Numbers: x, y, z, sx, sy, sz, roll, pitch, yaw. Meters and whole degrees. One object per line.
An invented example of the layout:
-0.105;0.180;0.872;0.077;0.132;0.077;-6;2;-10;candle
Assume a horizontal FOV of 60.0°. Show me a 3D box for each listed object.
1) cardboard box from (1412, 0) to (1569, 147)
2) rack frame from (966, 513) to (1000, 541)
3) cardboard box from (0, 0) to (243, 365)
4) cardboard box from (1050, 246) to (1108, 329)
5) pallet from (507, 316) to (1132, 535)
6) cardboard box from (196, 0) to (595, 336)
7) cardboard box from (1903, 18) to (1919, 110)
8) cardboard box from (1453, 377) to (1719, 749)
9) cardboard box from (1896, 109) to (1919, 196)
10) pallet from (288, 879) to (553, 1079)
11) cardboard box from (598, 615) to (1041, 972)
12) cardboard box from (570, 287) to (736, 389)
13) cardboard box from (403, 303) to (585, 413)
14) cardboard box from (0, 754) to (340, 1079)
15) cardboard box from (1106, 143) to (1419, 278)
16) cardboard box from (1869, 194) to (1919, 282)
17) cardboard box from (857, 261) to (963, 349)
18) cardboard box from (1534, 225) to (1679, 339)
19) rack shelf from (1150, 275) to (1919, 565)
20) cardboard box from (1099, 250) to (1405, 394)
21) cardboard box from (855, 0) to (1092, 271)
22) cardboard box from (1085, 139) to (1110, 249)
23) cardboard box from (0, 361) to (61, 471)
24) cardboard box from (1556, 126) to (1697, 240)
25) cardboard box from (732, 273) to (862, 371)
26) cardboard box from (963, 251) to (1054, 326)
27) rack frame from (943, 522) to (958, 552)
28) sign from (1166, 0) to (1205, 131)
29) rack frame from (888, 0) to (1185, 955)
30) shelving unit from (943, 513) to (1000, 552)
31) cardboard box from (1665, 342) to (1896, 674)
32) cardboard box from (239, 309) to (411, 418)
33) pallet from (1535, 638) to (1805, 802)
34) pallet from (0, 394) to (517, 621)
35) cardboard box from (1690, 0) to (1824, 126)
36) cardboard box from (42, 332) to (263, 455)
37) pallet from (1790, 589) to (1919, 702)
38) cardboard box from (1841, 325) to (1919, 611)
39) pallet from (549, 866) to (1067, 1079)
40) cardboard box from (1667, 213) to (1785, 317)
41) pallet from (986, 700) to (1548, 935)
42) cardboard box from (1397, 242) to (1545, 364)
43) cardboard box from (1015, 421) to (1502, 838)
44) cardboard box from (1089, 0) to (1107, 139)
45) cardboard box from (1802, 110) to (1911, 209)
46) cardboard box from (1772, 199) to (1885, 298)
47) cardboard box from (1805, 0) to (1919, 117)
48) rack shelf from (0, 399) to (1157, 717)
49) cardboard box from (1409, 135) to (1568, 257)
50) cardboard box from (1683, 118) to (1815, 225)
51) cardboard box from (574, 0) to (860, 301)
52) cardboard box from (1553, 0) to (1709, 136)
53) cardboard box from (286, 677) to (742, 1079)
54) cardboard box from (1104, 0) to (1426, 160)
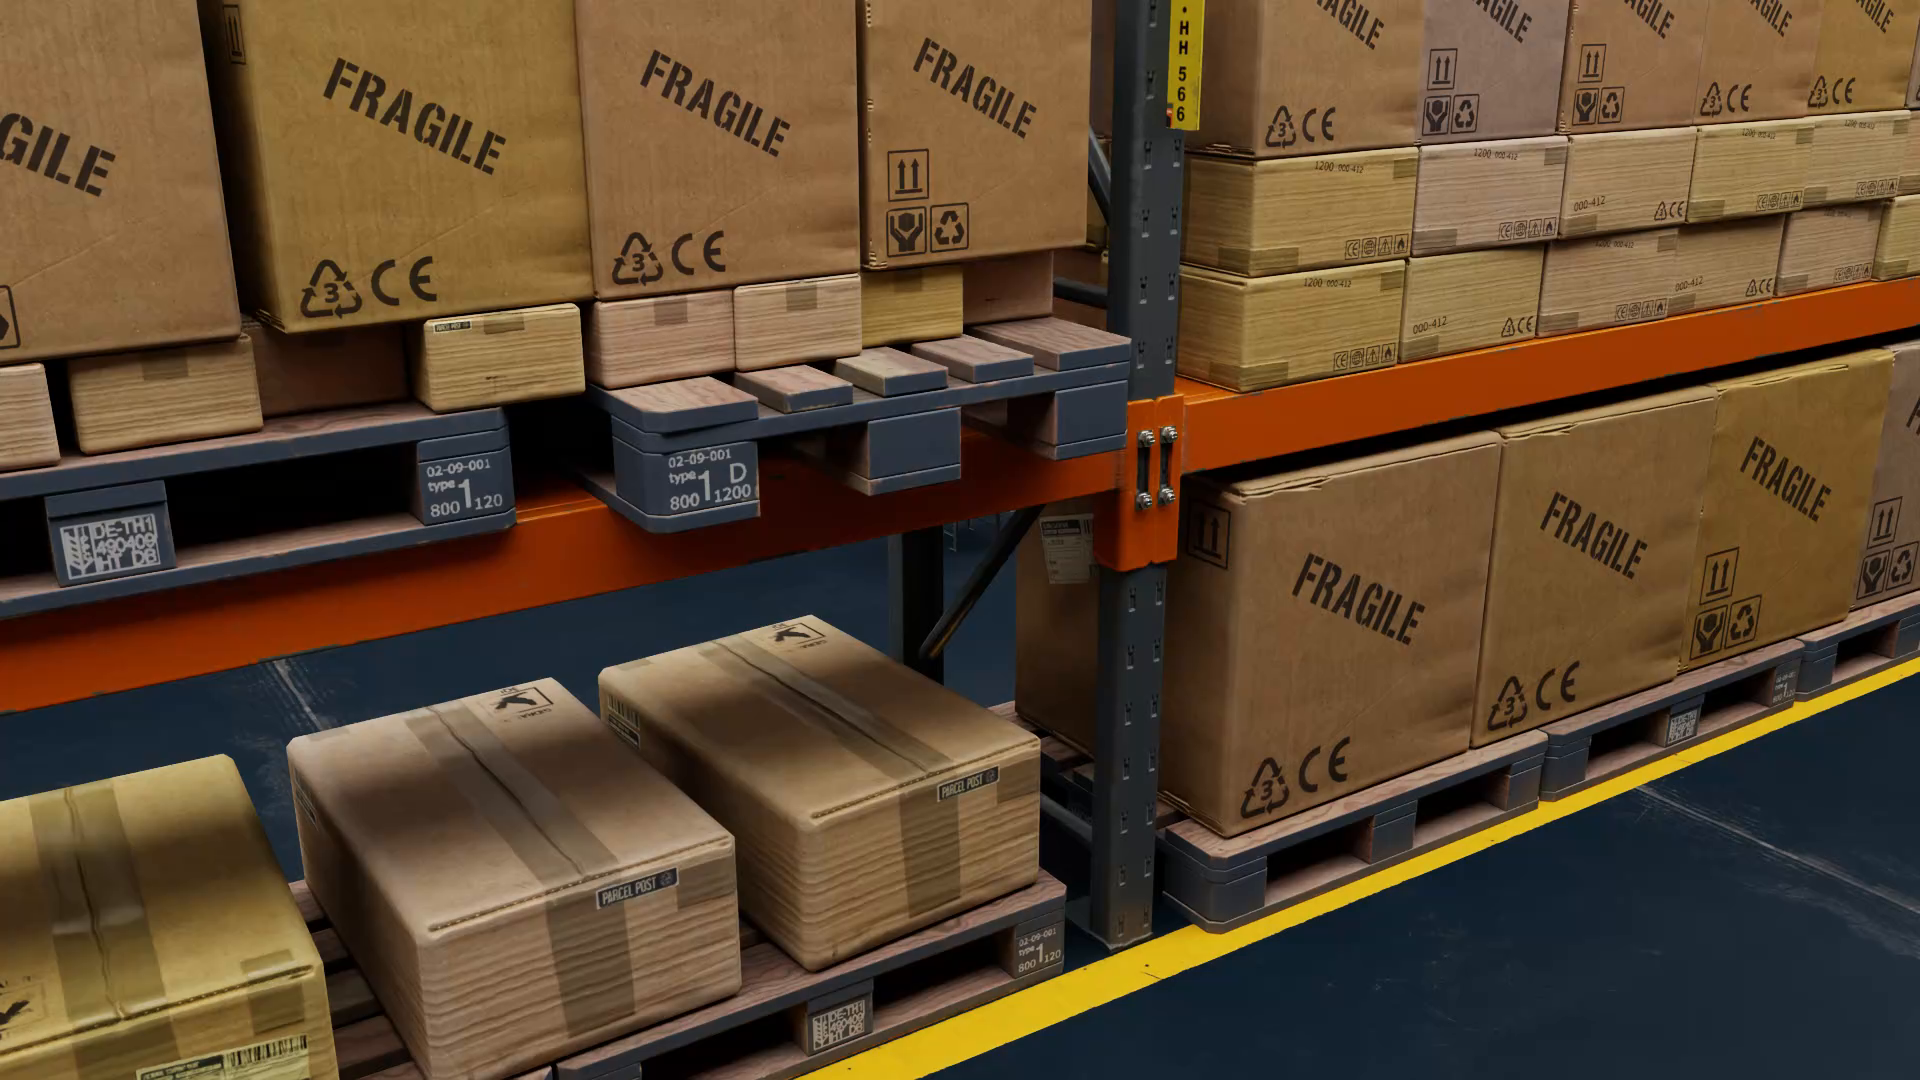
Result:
1.086;-1.230;3.982;0.500;0.500;0.500;-12;22;-31;cardboard box
0.092;-0.446;6.658;0.006;0.900;0.240;-12;22;-31;rack frame
-1.399;-0.551;2.415;0.500;0.500;0.500;-13;23;-34;cardboard box
0.410;-0.685;4.322;0.500;0.250;0.500;-13;23;-33;cardboard box
-0.406;-0.353;3.404;1.003;0.211;1.213;-12;22;-31;pallet
-0.943;-0.647;2.699;0.500;0.500;0.500;-14;23;-35;cardboard box
2.808;-1.584;5.030;0.500;0.500;0.500;-11;22;-30;cardboard box
1.500;-0.045;4.857;0.875;0.875;0.875;-12;22;-31;cardboard box
2.823;-1.235;5.168;0.500;0.250;0.500;-11;22;-30;cardboard box
-1.541;1.074;3.237;1.213;0.211;1.003;-12;22;-31;pallet
-0.347;0.545;3.896;0.625;0.372;0.950;-14;23;-35;cardboard box
-0.598;-0.392;2.956;0.250;0.149;0.380;-13;23;-34;cardboard box
-0.821;-0.339;2.802;0.250;0.149;0.380;-11;22;-30;cardboard box
-1.595;0.809;3.114;0.625;0.372;0.950;-11;22;-30;cardboard box
0.689;-0.786;3.841;0.500;0.250;0.500;-12;22;-32;cardboard box
2.809;-0.995;5.239;0.500;0.250;0.500;-12;22;-32;cardboard box
-0.198;-0.490;3.248;0.250;0.149;0.380;-12;22;-31;cardboard box
1.538;-0.731;4.459;0.500;0.250;0.500;-11;22;-30;cardboard box
1.801;-0.609;4.986;4.000;0.370;1.077;-12;22;-31;rack shelf
0.678;-0.545;3.909;0.500;0.250;0.500;-12;22;-32;cardboard box
-0.096;-0.830;3.241;0.500;0.500;0.500;-13;22;-33;cardboard box
0.395;-0.917;4.226;0.500;0.250;0.500;-12;22;-32;cardboard box
-1.471;-0.208;2.413;0.250;0.149;0.380;-11;22;-29;cardboard box
1.545;-0.962;4.359;0.500;0.250;0.500;-12;22;-32;cardboard box
-0.384;-0.434;3.081;0.250;0.149;0.380;-12;22;-32;cardboard box
-0.014;-0.557;3.445;0.250;0.149;0.380;-11;22;-29;cardboard box
-0.078;-0.410;6.552;0.006;0.900;0.240;-12;22;-31;rack frame
0.437;-0.965;3.231;0.005;0.325;0.100;-12;22;-31;sign
0.130;-0.598;3.829;0.127;3.000;1.000;-12;22;-31;rack frame
0.007;-0.428;6.605;0.210;0.900;0.258;-12;22;-31;shelving unit
2.247;-0.203;5.323;0.875;0.875;0.875;-11;22;-30;cardboard box
-1.100;-0.329;2.770;0.250;0.149;0.380;-12;22;-31;cardboard box
1.848;0.391;5.258;1.213;0.211;1.003;-12;22;-31;pallet
-1.500;-0.147;2.796;1.213;0.211;1.003;-12;22;-31;pallet
1.950;-1.405;4.500;0.500;0.500;0.500;-12;22;-31;cardboard box
-1.264;-0.263;2.575;0.250;0.149;0.380;-13;22;-33;cardboard box
2.868;0.175;5.898;1.213;0.211;1.003;-12;22;-31;pallet
2.997;-0.364;5.799;0.875;0.875;0.875;-11;22;-30;cardboard box
-0.523;0.861;3.869;1.213;0.211;1.003;-12;22;-31;pallet
1.948;-0.819;4.719;0.500;0.250;0.500;-12;22;-31;cardboard box
0.830;0.605;4.626;1.213;0.211;1.003;-12;22;-31;pallet
1.097;-0.641;4.190;0.500;0.250;0.500;-13;22;-33;cardboard box
0.753;0.111;4.396;0.875;0.875;0.875;-12;22;-32;cardboard box
0.418;-1.280;4.129;0.500;0.500;0.500;-13;22;-33;cardboard box
2.394;-1.142;4.894;0.500;0.250;0.500;-11;22;-30;cardboard box
2.377;-0.911;4.991;0.500;0.250;0.500;-13;22;-33;cardboard box
2.374;-1.500;4.781;0.500;0.500;0.500;-11;22;-30;cardboard box
-1.540;0.096;2.902;4.000;0.370;1.077;-12;22;-31;rack shelf
1.122;-0.877;4.110;0.500;0.250;0.500;-11;22;-30;cardboard box
1.976;-1.048;4.613;0.500;0.250;0.500;-11;22;-30;cardboard box
-0.522;-0.736;2.963;0.500;0.500;0.500;-12;22;-32;cardboard box
1.526;-1.317;4.239;0.500;0.500;0.500;-11;22;-30;cardboard box
-0.959;0.677;3.505;0.625;0.372;0.950;-12;22;-32;cardboard box
0.677;-1.140;3.716;0.500;0.500;0.500;-13;22;-33;cardboard box
